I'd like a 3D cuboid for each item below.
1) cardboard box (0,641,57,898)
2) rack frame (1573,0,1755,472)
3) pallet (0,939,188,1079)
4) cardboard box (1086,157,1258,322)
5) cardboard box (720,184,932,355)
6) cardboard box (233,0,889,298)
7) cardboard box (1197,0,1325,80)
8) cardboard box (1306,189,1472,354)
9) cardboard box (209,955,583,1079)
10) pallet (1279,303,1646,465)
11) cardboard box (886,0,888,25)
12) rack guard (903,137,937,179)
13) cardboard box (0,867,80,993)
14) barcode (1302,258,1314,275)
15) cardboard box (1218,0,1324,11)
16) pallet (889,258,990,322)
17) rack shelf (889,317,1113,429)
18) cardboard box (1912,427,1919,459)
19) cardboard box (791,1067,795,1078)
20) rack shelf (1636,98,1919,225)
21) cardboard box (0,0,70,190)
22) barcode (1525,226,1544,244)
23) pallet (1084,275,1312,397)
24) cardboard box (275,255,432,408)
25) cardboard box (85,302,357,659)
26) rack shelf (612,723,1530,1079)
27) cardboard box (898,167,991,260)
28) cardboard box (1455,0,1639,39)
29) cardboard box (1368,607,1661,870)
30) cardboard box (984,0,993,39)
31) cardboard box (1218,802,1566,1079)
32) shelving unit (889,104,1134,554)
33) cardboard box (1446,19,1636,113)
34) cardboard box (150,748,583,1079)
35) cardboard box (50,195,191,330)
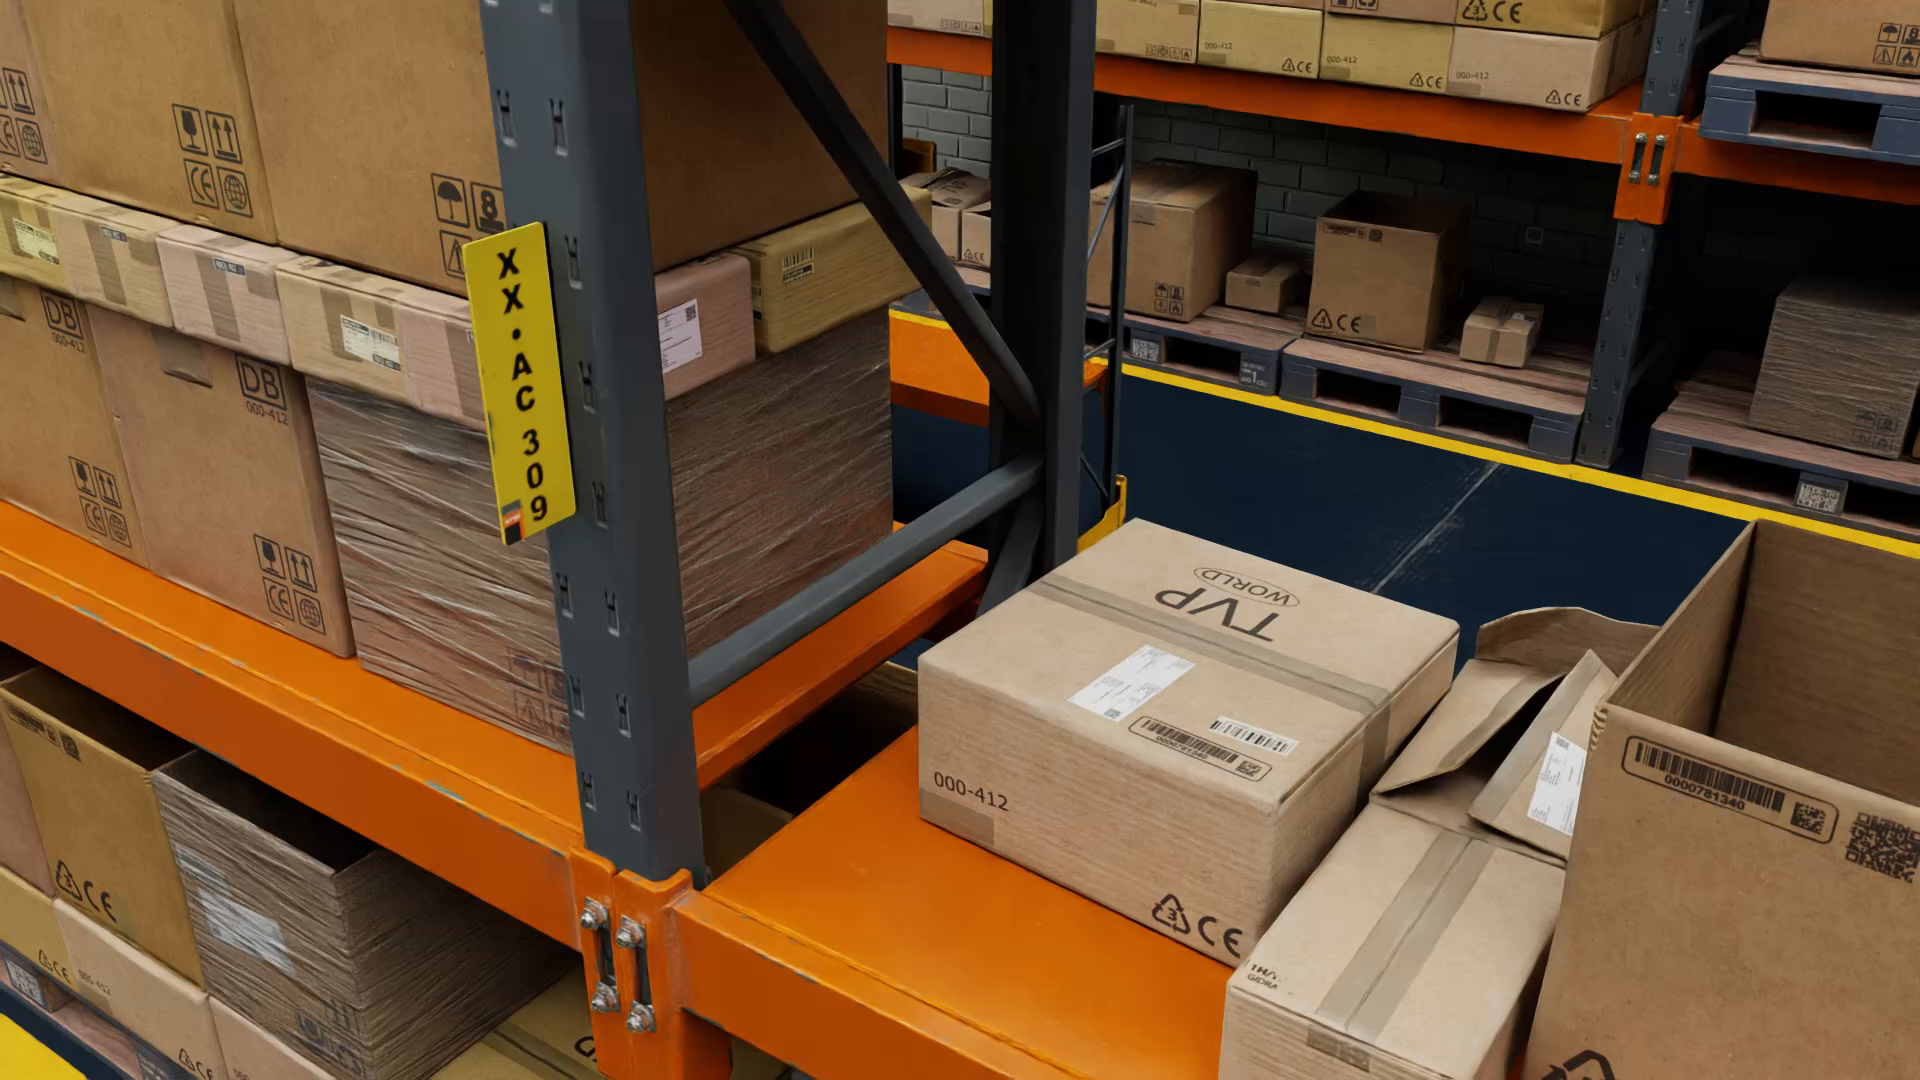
[{"bbox_3d":[-1.883,0.341,3.515,0.500,0.500,0.500,17,32,30],"label":"cardboard box"},{"bbox_3d":[2.665,-1.796,5.973,0.127,3.000,1.000,17,32,30],"label":"rack frame"},{"bbox_3d":[-1.778,0.766,4.011,1.213,0.211,1.003,17,32,30],"label":"pallet"},{"bbox_3d":[0.933,-1.341,7.348,0.500,0.500,0.700,15,31,27],"label":"cardboard box"},{"bbox_3d":[-0.249,-0.418,2.440,0.250,0.149,0.380,17,32,30],"label":"cardboard box"},{"bbox_3d":[-0.506,-0.678,2.234,0.500,0.500,0.700,17,32,31],"label":"cardboard box"},{"bbox_3d":[1.273,-2.001,6.518,0.500,0.250,0.500,17,32,30],"label":"cardboard box"},{"bbox_3d":[1.787,-1.130,6.934,0.500,0.500,0.500,15,30,27],"label":"cardboard box"},{"bbox_3d":[-1.049,0.925,3.193,0.500,0.250,0.500,17,32,30],"label":"cardboard box"},{"bbox_3d":[2.091,-0.713,6.918,1.213,0.211,1.003,17,32,30],"label":"pallet"},{"bbox_3d":[-0.410,-2.522,7.541,0.500,0.250,0.500,16,31,29],"label":"cardboard box"},{"bbox_3d":[-0.570,-1.690,8.520,0.348,0.500,1.175,17,32,30],"label":"rack guard"},{"bbox_3d":[-1.882,0.674,3.686,0.500,0.250,0.500,17,32,30],"label":"cardboard box"},{"bbox_3d":[1.544,-1.209,7.353,0.075,0.075,0.001,17,32,30],"label":"barcode"},{"bbox_3d":[1.276,-2.338,6.353,0.500,0.500,0.500,16,31,29],"label":"cardboard box"},{"bbox_3d":[0.080,-1.339,8.149,1.213,0.211,1.003,17,32,30],"label":"pallet"},{"bbox_3d":[-0.048,-0.522,5.518,1.000,0.185,0.538,17,31,29],"label":"rack shelf"},{"bbox_3d":[3.735,-0.582,5.857,0.500,0.500,0.700,17,31,29],"label":"cardboard box"},{"bbox_3d":[-0.347,0.862,3.317,0.500,0.250,0.500,17,32,30],"label":"cardboard box"},{"bbox_3d":[4.313,-0.962,5.127,4.000,0.370,1.077,17,32,30],"label":"rack shelf"},{"bbox_3d":[-1.336,-0.936,2.741,0.500,0.500,0.700,17,32,30],"label":"cardboard box"},{"bbox_3d":[2.356,-1.249,6.816,0.075,0.075,0.001,17,32,30],"label":"barcode"},{"bbox_3d":[1.081,-1.026,7.533,1.213,0.211,1.003,17,32,30],"label":"pallet"},{"bbox_3d":[-0.685,-0.331,2.268,0.250,0.149,0.380,17,31,29],"label":"cardboard box"},{"bbox_3d":[-0.944,-0.233,2.790,0.500,0.500,0.700,17,32,30],"label":"cardboard box"},{"bbox_3d":[1.512,0.891,1.486,4.000,0.370,1.077,17,32,30],"label":"rack shelf"},{"bbox_3d":[-0.113,-1.610,8.086,0.500,0.311,0.500,14,30,25],"label":"cardboard box"},{"bbox_3d":[2.100,-2.078,5.843,0.500,0.500,0.500,17,32,30],"label":"cardboard box"},{"bbox_3d":[0.692,0.274,2.053,0.258,0.266,0.396,16,31,29],"label":"cardboard box"},{"bbox_3d":[0.443,-2.261,7.028,0.500,0.250,0.500,17,31,30],"label":"cardboard box"},{"bbox_3d":[0.478,0.473,1.791,0.250,0.149,0.380,17,32,30],"label":"cardboard box"},{"bbox_3d":[-0.040,-0.680,5.432,1.083,1.500,0.587,17,31,29],"label":"shelving unit"},{"bbox_3d":[2.103,-1.747,6.018,0.500,0.250,0.500,17,32,30],"label":"cardboard box"},{"bbox_3d":[-1.048,0.591,3.024,0.500,0.500,0.500,17,32,30],"label":"cardboard box"},{"bbox_3d":[-1.119,-0.464,2.530,0.250,0.149,0.380,17,32,30],"label":"cardboard box"}]
